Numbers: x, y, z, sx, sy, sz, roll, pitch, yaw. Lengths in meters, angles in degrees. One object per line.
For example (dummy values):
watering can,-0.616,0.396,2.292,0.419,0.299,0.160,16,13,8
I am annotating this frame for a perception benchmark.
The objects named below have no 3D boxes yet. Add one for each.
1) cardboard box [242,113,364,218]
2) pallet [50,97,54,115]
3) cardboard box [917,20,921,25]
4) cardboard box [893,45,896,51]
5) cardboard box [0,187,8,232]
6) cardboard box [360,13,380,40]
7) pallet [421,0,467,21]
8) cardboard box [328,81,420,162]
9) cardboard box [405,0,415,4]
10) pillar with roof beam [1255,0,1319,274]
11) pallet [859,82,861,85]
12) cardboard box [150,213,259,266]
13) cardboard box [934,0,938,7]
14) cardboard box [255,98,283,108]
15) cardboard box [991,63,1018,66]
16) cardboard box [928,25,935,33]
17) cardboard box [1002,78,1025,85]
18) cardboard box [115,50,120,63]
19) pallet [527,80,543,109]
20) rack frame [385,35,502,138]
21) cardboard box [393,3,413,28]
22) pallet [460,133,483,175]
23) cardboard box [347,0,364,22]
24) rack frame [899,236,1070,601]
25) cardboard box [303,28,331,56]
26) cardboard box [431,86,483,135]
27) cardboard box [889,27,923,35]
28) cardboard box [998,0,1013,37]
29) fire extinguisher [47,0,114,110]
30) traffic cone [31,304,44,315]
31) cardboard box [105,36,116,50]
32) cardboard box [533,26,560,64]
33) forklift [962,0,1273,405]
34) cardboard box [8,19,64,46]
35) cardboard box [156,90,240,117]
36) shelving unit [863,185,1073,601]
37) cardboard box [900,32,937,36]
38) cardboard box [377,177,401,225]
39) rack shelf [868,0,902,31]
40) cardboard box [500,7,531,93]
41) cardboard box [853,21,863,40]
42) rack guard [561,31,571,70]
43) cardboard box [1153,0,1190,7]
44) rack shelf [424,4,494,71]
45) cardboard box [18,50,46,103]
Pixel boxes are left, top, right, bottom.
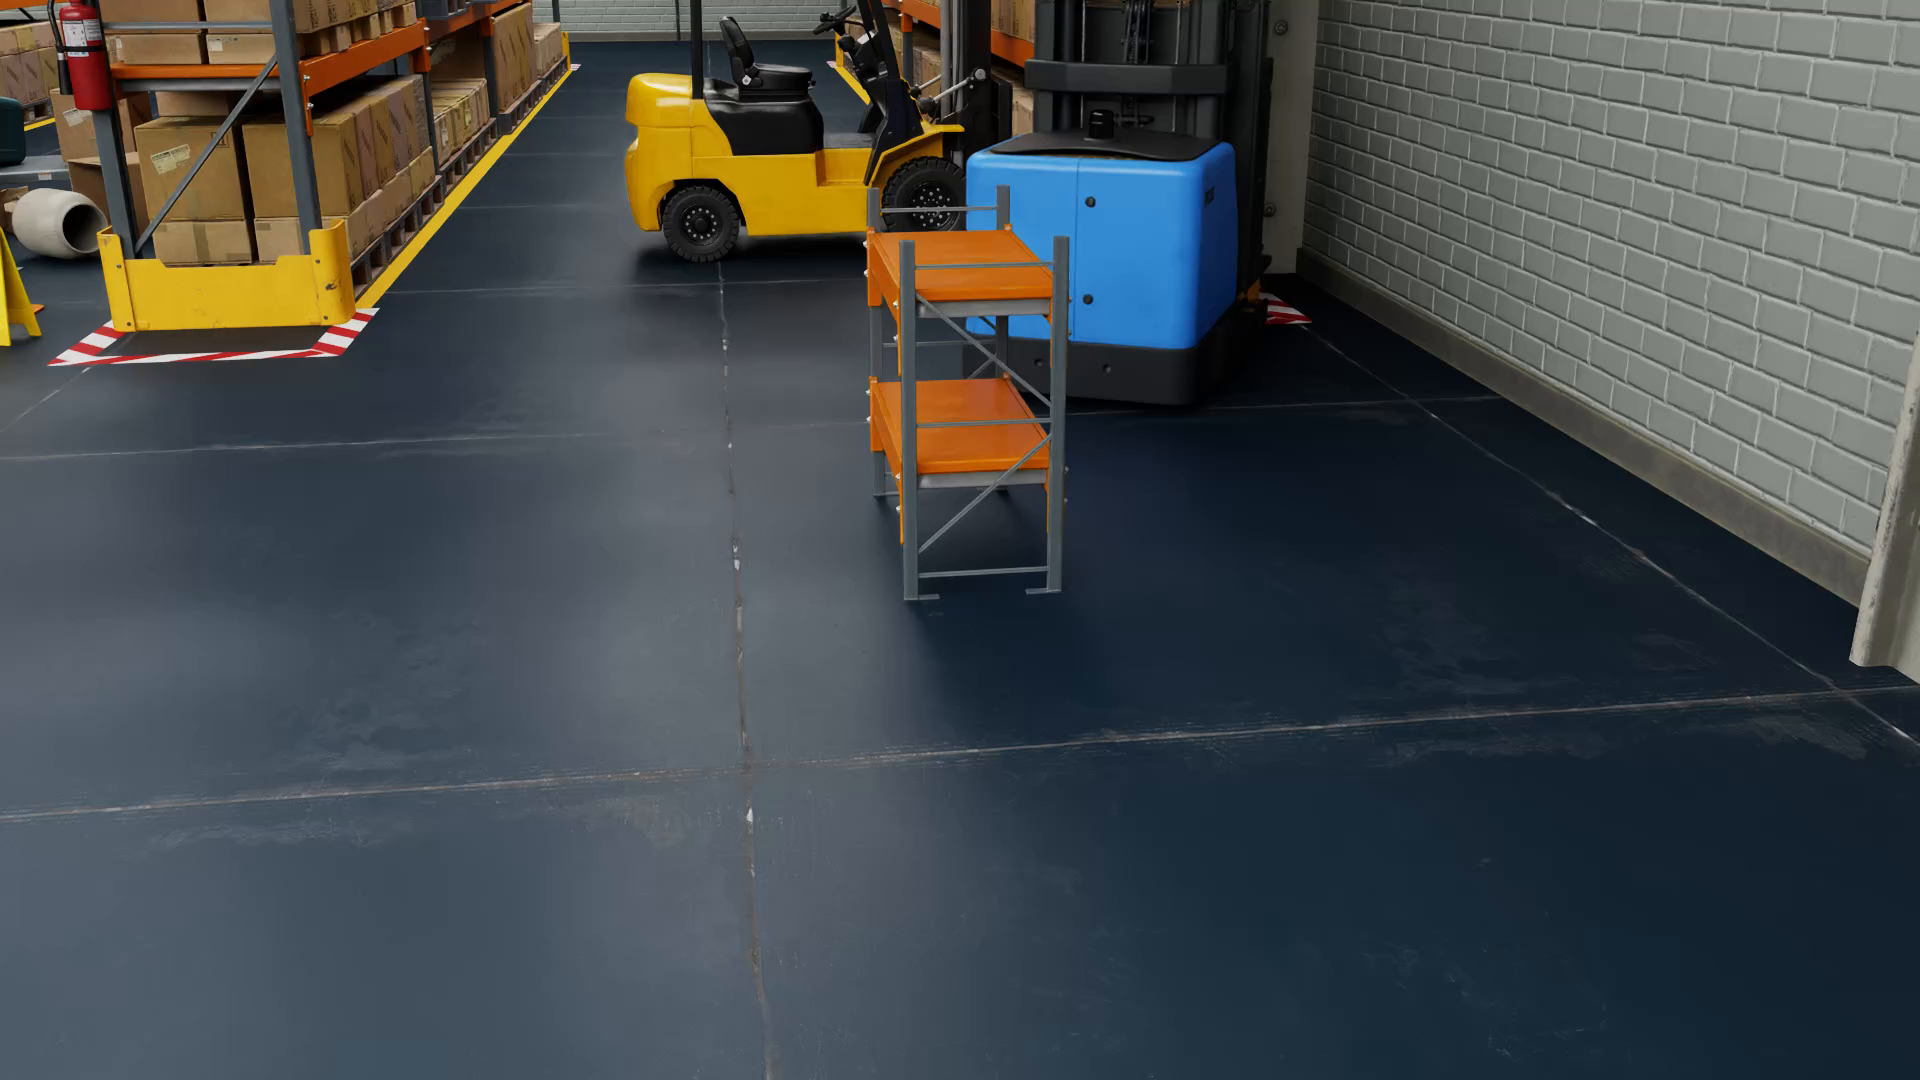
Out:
cardboard box,-3.671,-2.103,9.318,0.500,0.500,0.500,-4,21,-10
pallet,-10.324,-4.836,18.363,1.003,0.211,1.213,-3,21,-8
cardboard box,-0.304,-6.165,19.981,0.380,0.149,0.250,-4,21,-10
cardboard box,-0.480,-5.079,18.001,0.500,0.500,0.500,-2,21,-5
cardboard box,-6.726,-2.240,10.800,0.797,0.637,0.503,-3,21,-8
cardboard box,-3.823,-3.184,10.313,0.380,0.149,0.250,-3,21,-7
pallet,-4.367,-4.109,12.704,1.003,0.211,1.213,-3,21,-8
cardboard box,-3.975,-2.819,11.235,0.500,0.500,0.500,-3,21,-7
cardboard box,-4.091,-3.972,11.495,0.500,0.500,0.500,-3,21,-9
pillar with roof beam,-2.381,-5.673,8.044,9.100,9.000,0.400,-3,21,-8
pallet,-0.741,-5.880,21.157,1.003,0.211,1.213,-3,21,-8
cardboard box,-4.210,-1.725,9.377,0.500,0.250,0.500,-3,21,-8
cardboard box,0.060,-4.617,14.004,0.500,0.250,0.500,-3,21,-7
cardboard box,-4.342,-2.422,10.170,0.500,0.500,0.500,-3,21,-9
cardboard box,0.320,-3.712,14.161,0.875,0.625,0.625,-3,21,-8
cardboard box,-0.168,-5.805,19.017,0.380,0.149,0.250,-2,21,-6
cardboard box,0.417,-3.023,11.423,0.500,0.250,0.500,-2,21,-6
cardboard box,-10.422,-5.910,20.301,0.380,0.149,0.250,-2,21,-5
pallet,-5.368,-5.127,19.141,1.003,0.211,1.213,-3,21,-8
rack frame,-4.977,-5.312,15.651,1.000,3.000,0.127,-3,21,-8
cardboard box,-4.010,-3.627,11.499,0.380,0.149,0.250,-2,21,-7
pallet,-4.694,-3.313,14.285,1.003,0.211,1.213,-3,21,-8
cardboard box,-3.771,-3.261,9.593,0.500,0.500,0.500,-3,21,-9
rack frame,0.072,-0.353,5.054,0.500,1.125,0.032,-3,21,-8
cardboard box,-3.677,-2.735,9.110,0.380,0.149,0.250,-4,21,-9
cardboard box,-4.792,-3.826,14.829,0.950,0.372,0.625,-3,21,-9
cardboard box,-0.604,-5.691,18.712,0.380,0.149,0.250,-2,21,-6
cardboard box,0.533,-3.528,10.733,0.500,0.500,0.500,-3,21,-7
fire extinguisher,-4.264,-2.443,8.080,0.296,0.674,0.183,-3,21,-8
traffic cone,-5.163,-1.437,8.903,0.336,0.463,0.334,-3,21,-8
cardboard box,-10.365,-6.046,20.242,0.380,0.149,0.250,-2,21,-7
cardboard box,-5.796,-6.538,21.996,0.875,0.438,0.875,-2,21,-6
forklift,0.962,-2.425,8.019,1.130,2.935,3.031,7,21,17
cardboard box,-10.080,-5.544,18.173,0.500,0.250,0.500,-3,21,-9
cardboard box,-4.317,-2.494,9.436,0.380,0.149,0.250,-2,21,-6
shelving unit,-0.001,-0.529,5.526,0.538,1.125,1.048,-3,21,-8
cardboard box,-0.445,-5.331,17.748,0.380,0.149,0.250,-2,21,-6
cardboard box,-3.824,-2.109,10.406,0.500,0.250,0.500,-2,21,-4
rack shelf,-0.354,-5.919,18.304,1.077,0.370,4.000,-3,21,-8
cardboard box,-5.248,-5.375,18.257,0.875,0.875,0.875,-2,21,-6
cardboard box,-1.163,-6.656,22.223,0.500,0.500,0.500,-3,21,-7
rack guard,-6.134,-6.919,23.526,1.175,0.500,0.348,-3,21,-8
cardboard box,1.291,-3.026,9.387,0.500,0.500,0.500,-2,21,-6
rack shelf,-4.689,-4.282,13.922,1.077,0.370,4.000,-3,21,-8
cardboard box,-9.939,-4.839,17.357,0.500,0.500,0.500,-3,21,-9
